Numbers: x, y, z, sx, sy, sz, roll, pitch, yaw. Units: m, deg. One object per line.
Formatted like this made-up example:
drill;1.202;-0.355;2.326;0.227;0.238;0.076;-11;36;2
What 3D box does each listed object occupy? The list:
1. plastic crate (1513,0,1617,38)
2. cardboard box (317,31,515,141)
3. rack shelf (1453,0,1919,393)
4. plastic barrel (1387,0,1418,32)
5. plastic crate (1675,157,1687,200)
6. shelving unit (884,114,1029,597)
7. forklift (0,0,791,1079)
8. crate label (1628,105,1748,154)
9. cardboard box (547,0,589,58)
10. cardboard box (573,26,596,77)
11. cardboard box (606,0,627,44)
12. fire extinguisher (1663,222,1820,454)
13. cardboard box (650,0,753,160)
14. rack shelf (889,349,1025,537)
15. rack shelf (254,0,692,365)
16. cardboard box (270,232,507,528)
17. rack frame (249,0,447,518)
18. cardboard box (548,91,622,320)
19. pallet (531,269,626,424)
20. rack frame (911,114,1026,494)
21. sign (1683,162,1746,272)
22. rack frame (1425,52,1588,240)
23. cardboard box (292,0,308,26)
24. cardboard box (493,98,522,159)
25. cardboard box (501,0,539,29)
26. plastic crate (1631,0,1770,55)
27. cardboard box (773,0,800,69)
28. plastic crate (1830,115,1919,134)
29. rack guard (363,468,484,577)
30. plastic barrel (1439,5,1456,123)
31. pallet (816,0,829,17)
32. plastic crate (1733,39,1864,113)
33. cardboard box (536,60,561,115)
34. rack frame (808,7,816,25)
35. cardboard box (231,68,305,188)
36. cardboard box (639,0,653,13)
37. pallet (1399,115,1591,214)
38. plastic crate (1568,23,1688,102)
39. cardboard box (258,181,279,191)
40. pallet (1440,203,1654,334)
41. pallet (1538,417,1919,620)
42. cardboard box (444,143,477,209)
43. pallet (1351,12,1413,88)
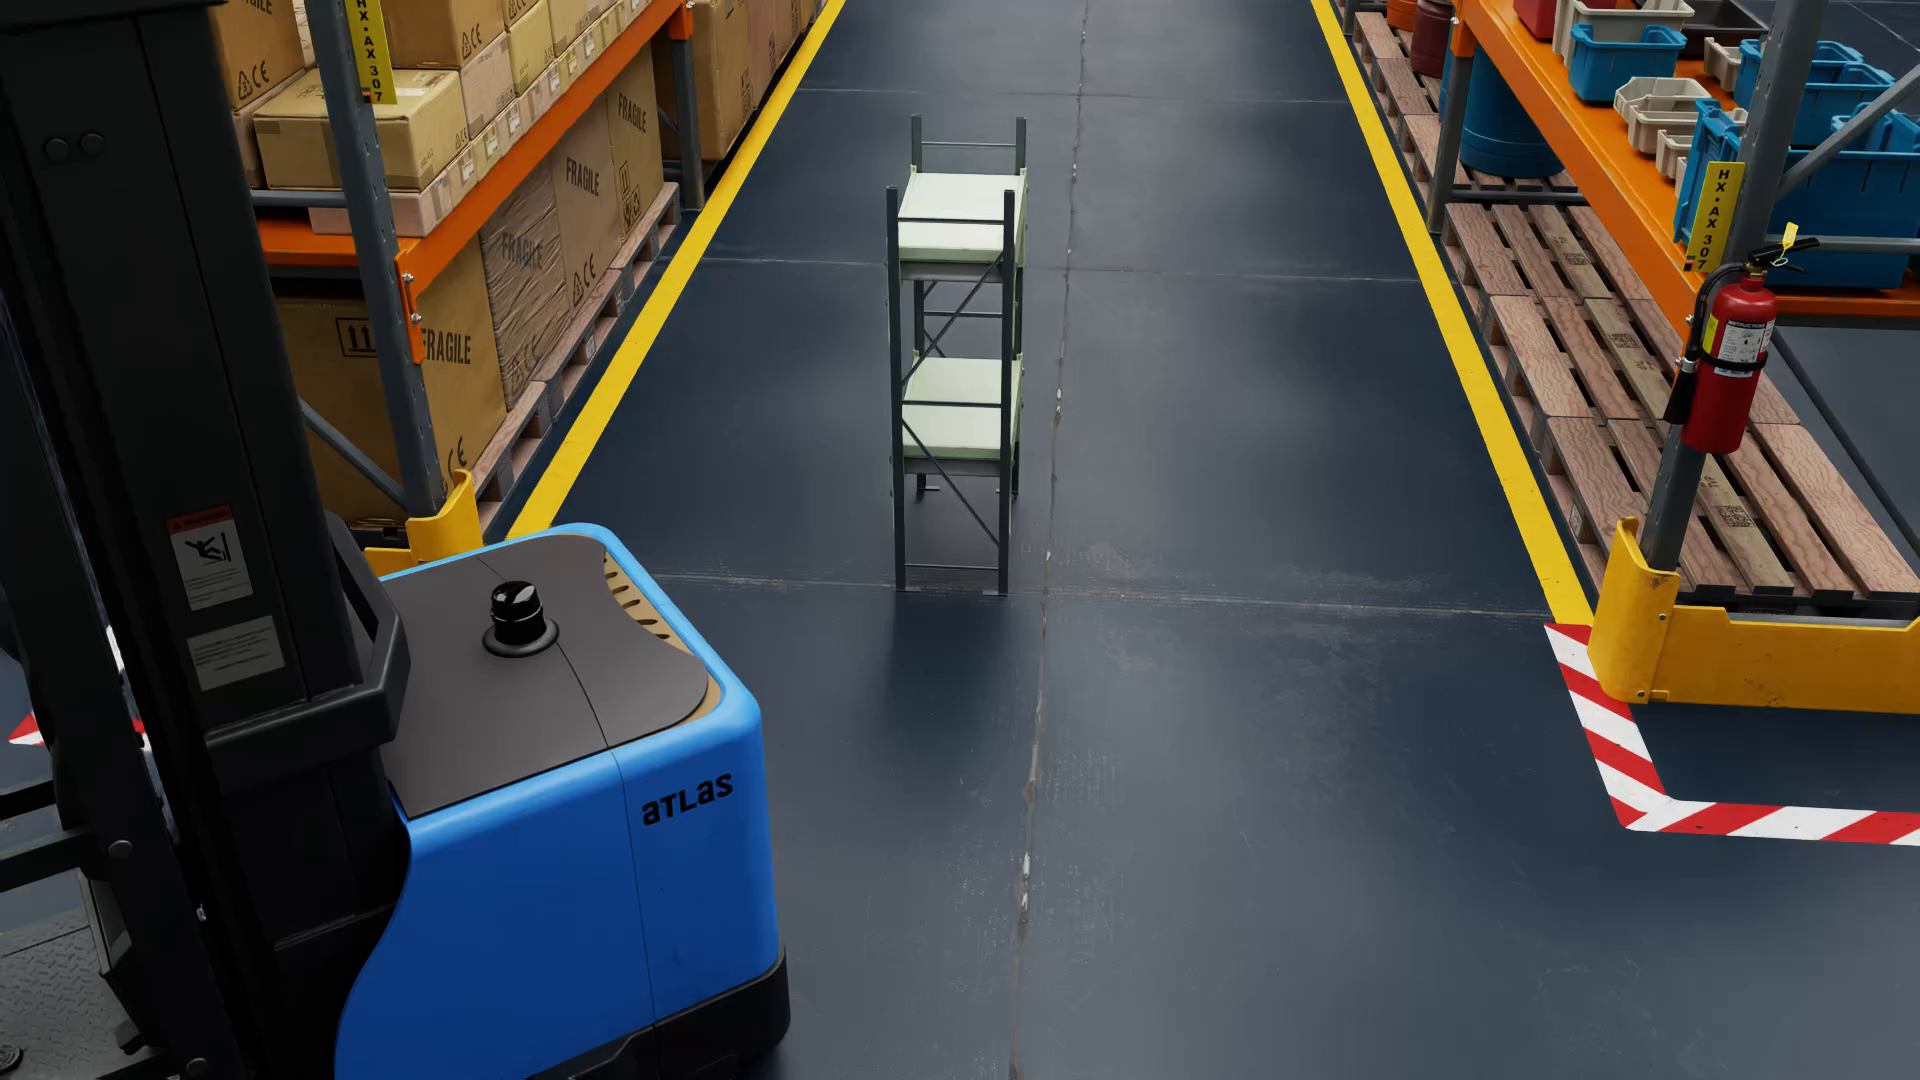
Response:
plastic crate;2.691;-2.517;7.357;0.402;0.464;0.583;2;32;4
cardboard box;-1.905;-1.615;5.870;0.500;0.250;0.500;2;32;3
rack shelf;2.850;-1.568;6.621;1.077;0.370;4.000;2;32;4
plastic barrel;3.316;-4.010;11.567;0.600;0.830;0.708;2;32;4
plastic crate;2.573;-1.176;5.494;0.396;0.136;0.243;2;32;4
shelving unit;0.001;-0.642;5.862;0.431;1.500;0.755;2;32;4
forklift;-1.946;0.223;3.094;3.031;2.935;1.130;-18;36;-27
crate label;2.610;-1.474;5.977;0.396;0.136;0.243;2;32;4
cardboard box;-1.823;-2.150;6.740;0.500;0.250;0.500;2;32;3
cardboard box;-1.748;-2.047;6.951;0.380;0.149;0.250;3;32;5
cardboard box;-1.705;-2.313;7.384;0.380;0.149;0.250;3;32;5
fire extinguisher;2.222;-0.578;4.757;0.296;0.674;0.183;2;32;4
cardboard box;-1.891;-2.742;9.465;1.225;0.875;0.875;3;32;4
rack shelf;0.001;-0.364;6.033;0.431;0.370;0.720;2;32;4
rack shelf;-2.086;-1.780;6.965;1.077;0.370;4.000;2;32;4
cardboard box;-2.277;-0.653;6.075;0.875;0.875;0.875;2;32;4
rack frame;-2.249;-1.040;5.079;1.000;3.000;0.127;2;32;4
cardboard box;-2.130;-1.594;7.602;0.875;0.875;0.875;2;32;4
pallet;-2.160;-0.911;7.527;1.003;0.211;1.213;2;32;4
rack frame;0.030;-0.833;6.173;0.400;1.500;0.023;2;32;4
sign;2.138;-0.913;4.717;0.100;0.325;0.005;2;32;4
rack frame;3.013;-2.920;8.130;1.000;3.000;0.127;2;32;4
cardboard box;-2.391;-1.899;6.332;0.500;0.250;0.500;1;32;2
cardboard box;-1.831;-1.509;6.080;0.380;0.149;0.250;2;32;3
cardboard box;-1.864;-2.194;6.096;0.500;0.500;0.500;2;32;3
plastic crate;3.190;-2.232;7.218;0.437;0.125;0.590;2;32;4
cardboard box;-1.755;-3.672;10.974;1.225;0.875;0.875;3;32;4
plastic crate;3.089;-1.242;5.509;0.416;0.233;0.300;2;32;4
rack guard;-2.251;0.036;5.714;1.175;0.500;0.348;2;32;4
plastic barrel;3.132;-2.860;9.631;0.600;0.901;0.708;2;32;4
pallet;-1.533;-4.445;13.262;1.003;0.211;1.213;2;32;4
plastic crate;3.167;-1.744;6.322;0.416;0.233;0.300;2;32;4
cardboard box;-1.789;-1.777;6.514;0.380;0.149;0.250;2;32;3
rack frame;-1.598;-5.224;11.867;1.000;3.000;0.127;2;32;4
cardboard box;-2.474;-1.368;5.470;0.500;0.250;0.500;2;32;3
cardboard box;-1.663;-2.583;7.821;0.380;0.149;0.250;2;32;3
pallet;3.118;-2.135;9.513;1.003;0.211;1.213;2;32;4
plastic crate;2.599;-1.868;6.524;0.416;0.233;0.300;2;32;4
cardboard box;-2.529;-1.270;5.691;0.380;0.149;0.250;3;32;4
pallet;2.992;-1.347;8.235;1.003;0.211;1.213;2;32;4
pallet;2.793;-0.071;6.164;1.003;0.211;1.213;2;32;4
cardboard box;-1.872;-1.239;5.641;0.380;0.149;0.250;2;32;3
pallet;3.316;-3.411;11.583;1.003;0.211;1.213;2;32;4
